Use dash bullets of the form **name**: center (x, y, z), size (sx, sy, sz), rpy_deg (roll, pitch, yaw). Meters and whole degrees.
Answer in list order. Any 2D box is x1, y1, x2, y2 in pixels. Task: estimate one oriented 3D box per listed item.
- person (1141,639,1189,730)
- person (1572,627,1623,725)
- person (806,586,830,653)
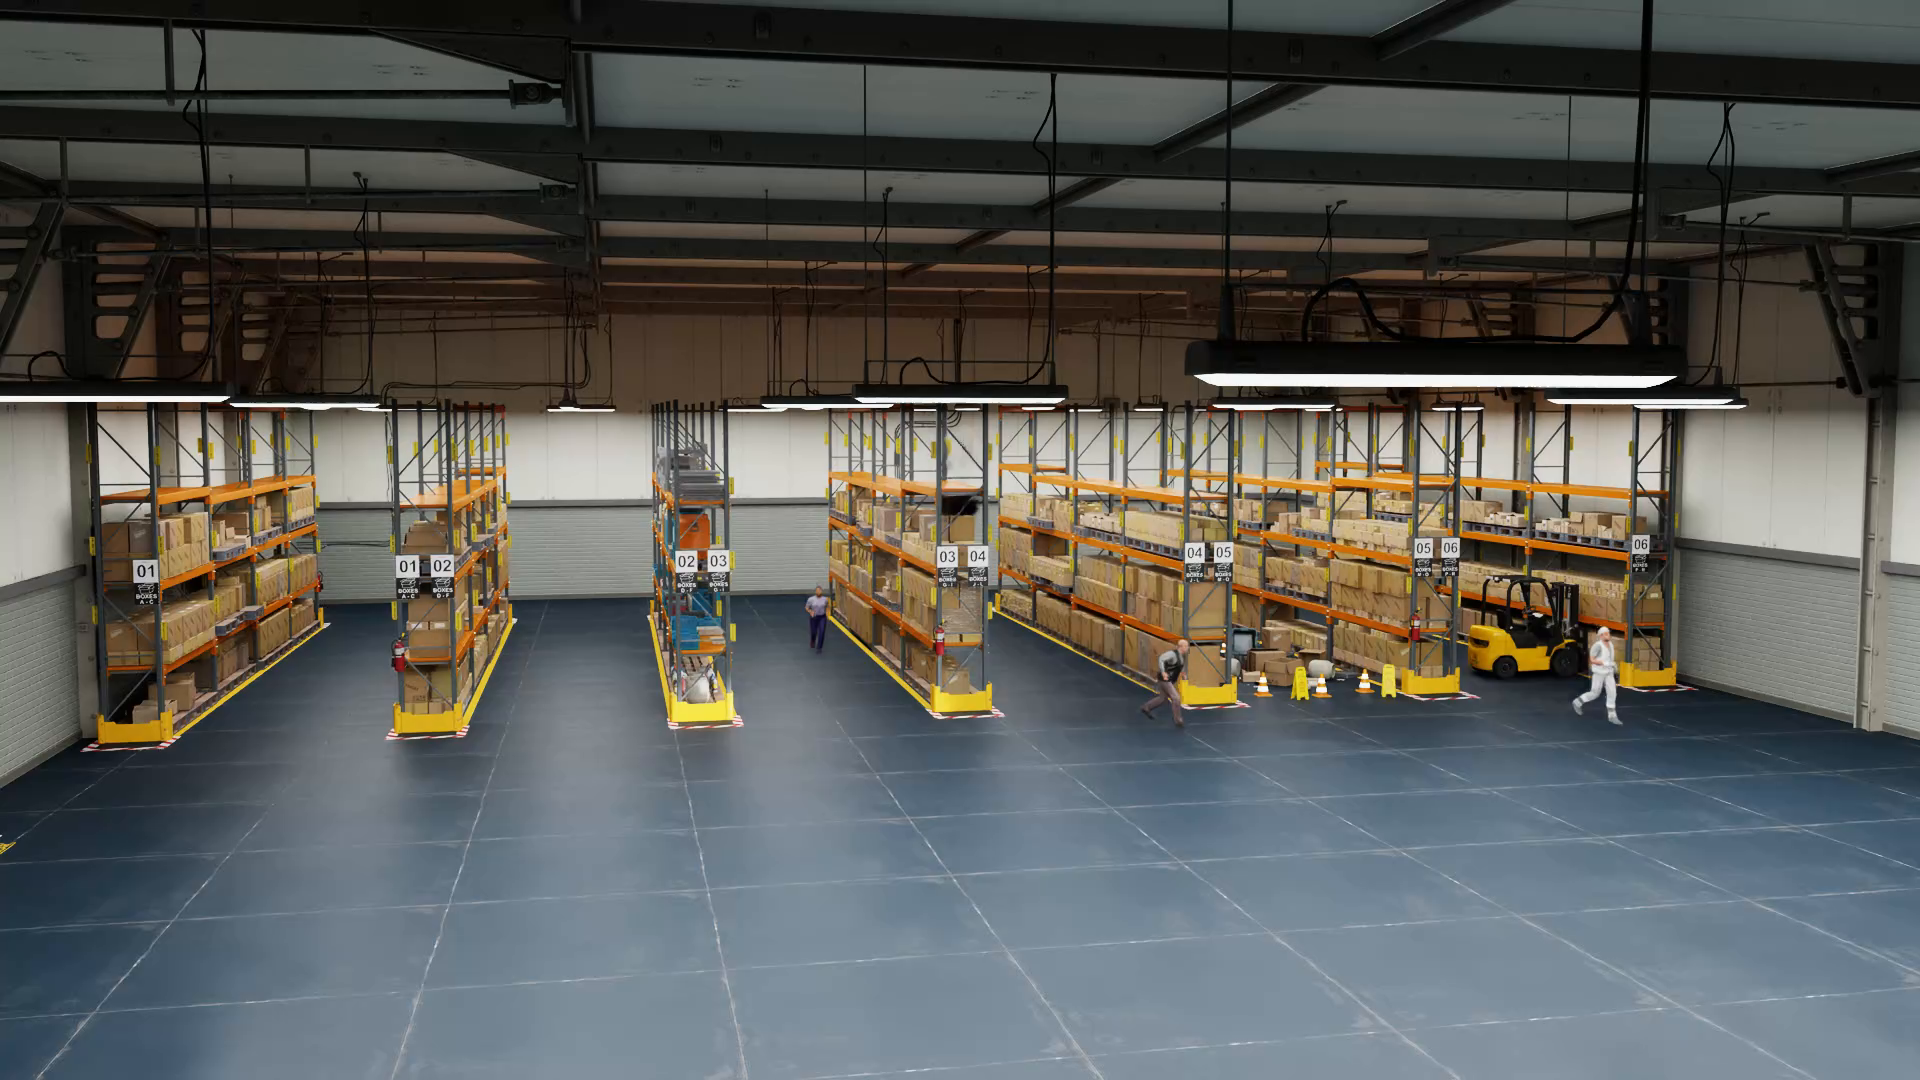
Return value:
- **person**: center (3.742, 2.627, 30.467), size (1.007, 1.681, 0.696), rpy_deg (3, 5, 38)
- **person**: center (11.930, 2.495, 30.967), size (0.670, 1.789, 0.992), rpy_deg (-2, 5, -29)
- **person**: center (-3.411, 1.908, 40.045), size (0.595, 1.601, 0.561), rpy_deg (-1, 4, -13)
